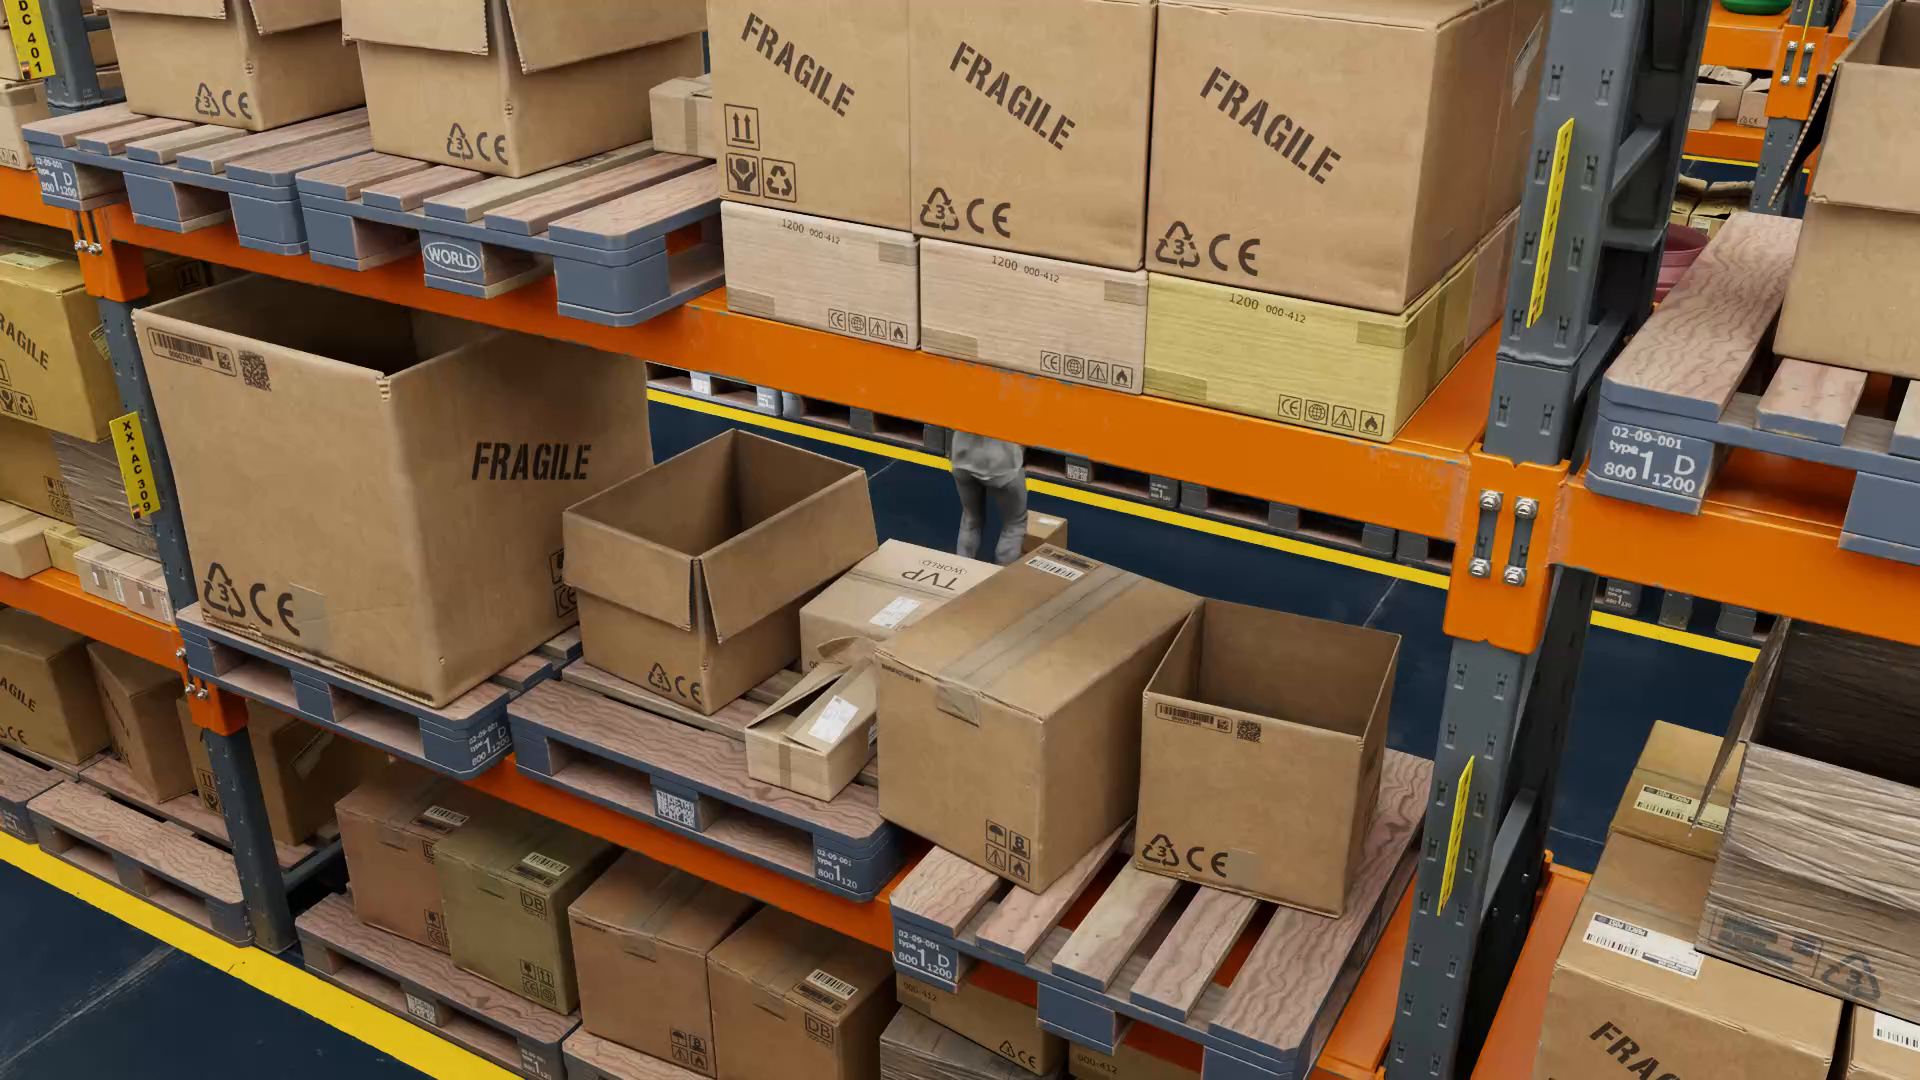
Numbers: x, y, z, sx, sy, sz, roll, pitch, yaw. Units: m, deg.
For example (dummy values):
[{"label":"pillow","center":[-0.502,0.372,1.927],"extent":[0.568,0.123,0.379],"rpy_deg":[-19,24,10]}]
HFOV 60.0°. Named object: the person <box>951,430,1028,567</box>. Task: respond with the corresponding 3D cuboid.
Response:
[{"label":"person","center":[0.123,-0.336,7.933],"extent":[0.423,1.480,0.368],"rpy_deg":[15,31,27]}]
